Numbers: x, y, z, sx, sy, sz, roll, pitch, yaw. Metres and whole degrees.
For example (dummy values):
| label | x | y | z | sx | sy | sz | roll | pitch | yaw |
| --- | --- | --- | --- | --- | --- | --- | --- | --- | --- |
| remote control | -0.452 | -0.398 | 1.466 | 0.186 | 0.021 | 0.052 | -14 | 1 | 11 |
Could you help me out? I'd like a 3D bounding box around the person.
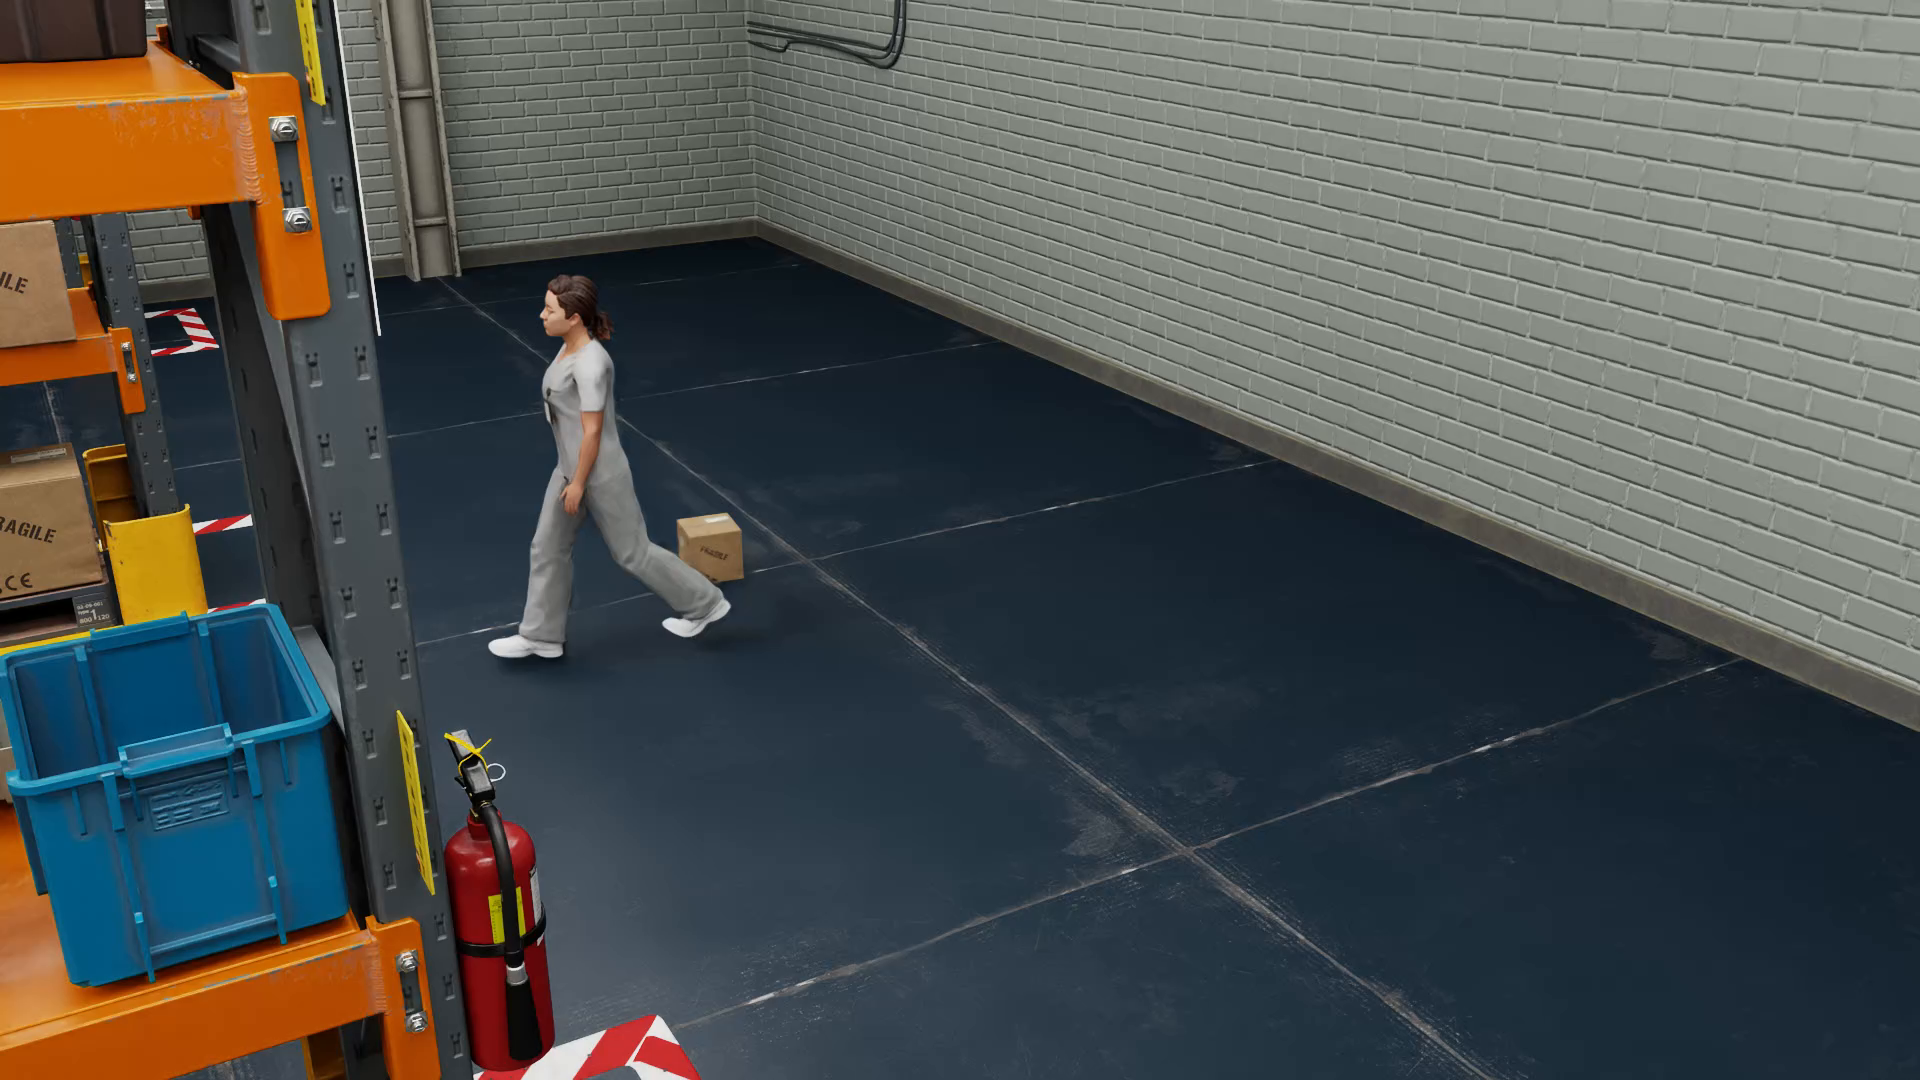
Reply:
| label | x | y | z | sx | sy | sz | roll | pitch | yaw |
| --- | --- | --- | --- | --- | --- | --- | --- | --- | --- |
| person | -1.477 | -0.284 | 6.801 | 0.997 | 1.633 | 0.444 | -10 | 24 | -24 |
